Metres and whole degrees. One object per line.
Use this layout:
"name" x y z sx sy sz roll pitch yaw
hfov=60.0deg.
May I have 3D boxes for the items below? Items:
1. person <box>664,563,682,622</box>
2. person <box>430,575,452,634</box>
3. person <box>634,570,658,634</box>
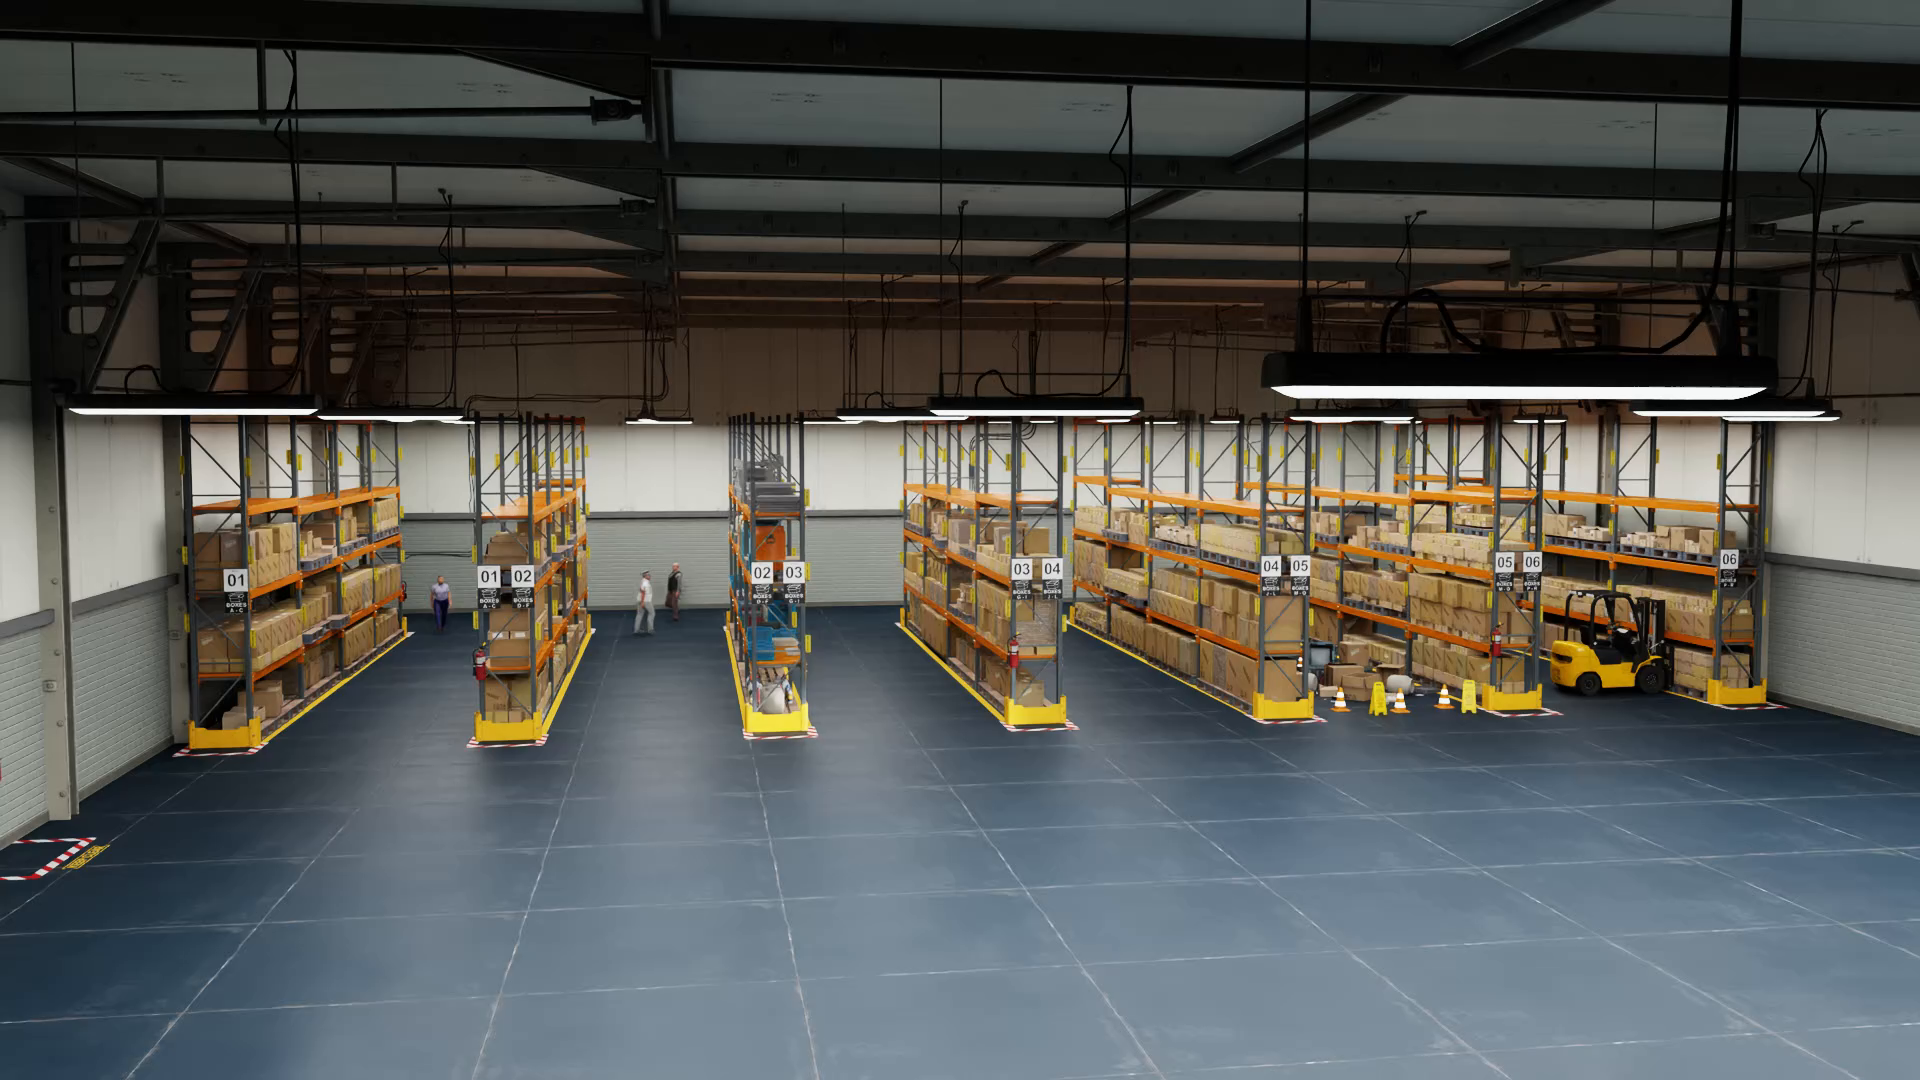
"person" -8.410 1.528 48.960 0.493 1.716 0.556 -4 5 -43
"person" -14.425 1.768 46.224 0.551 1.583 1.040 -2 4 -23
"person" -8.759 1.733 46.108 0.646 1.808 0.533 -4 5 -44
